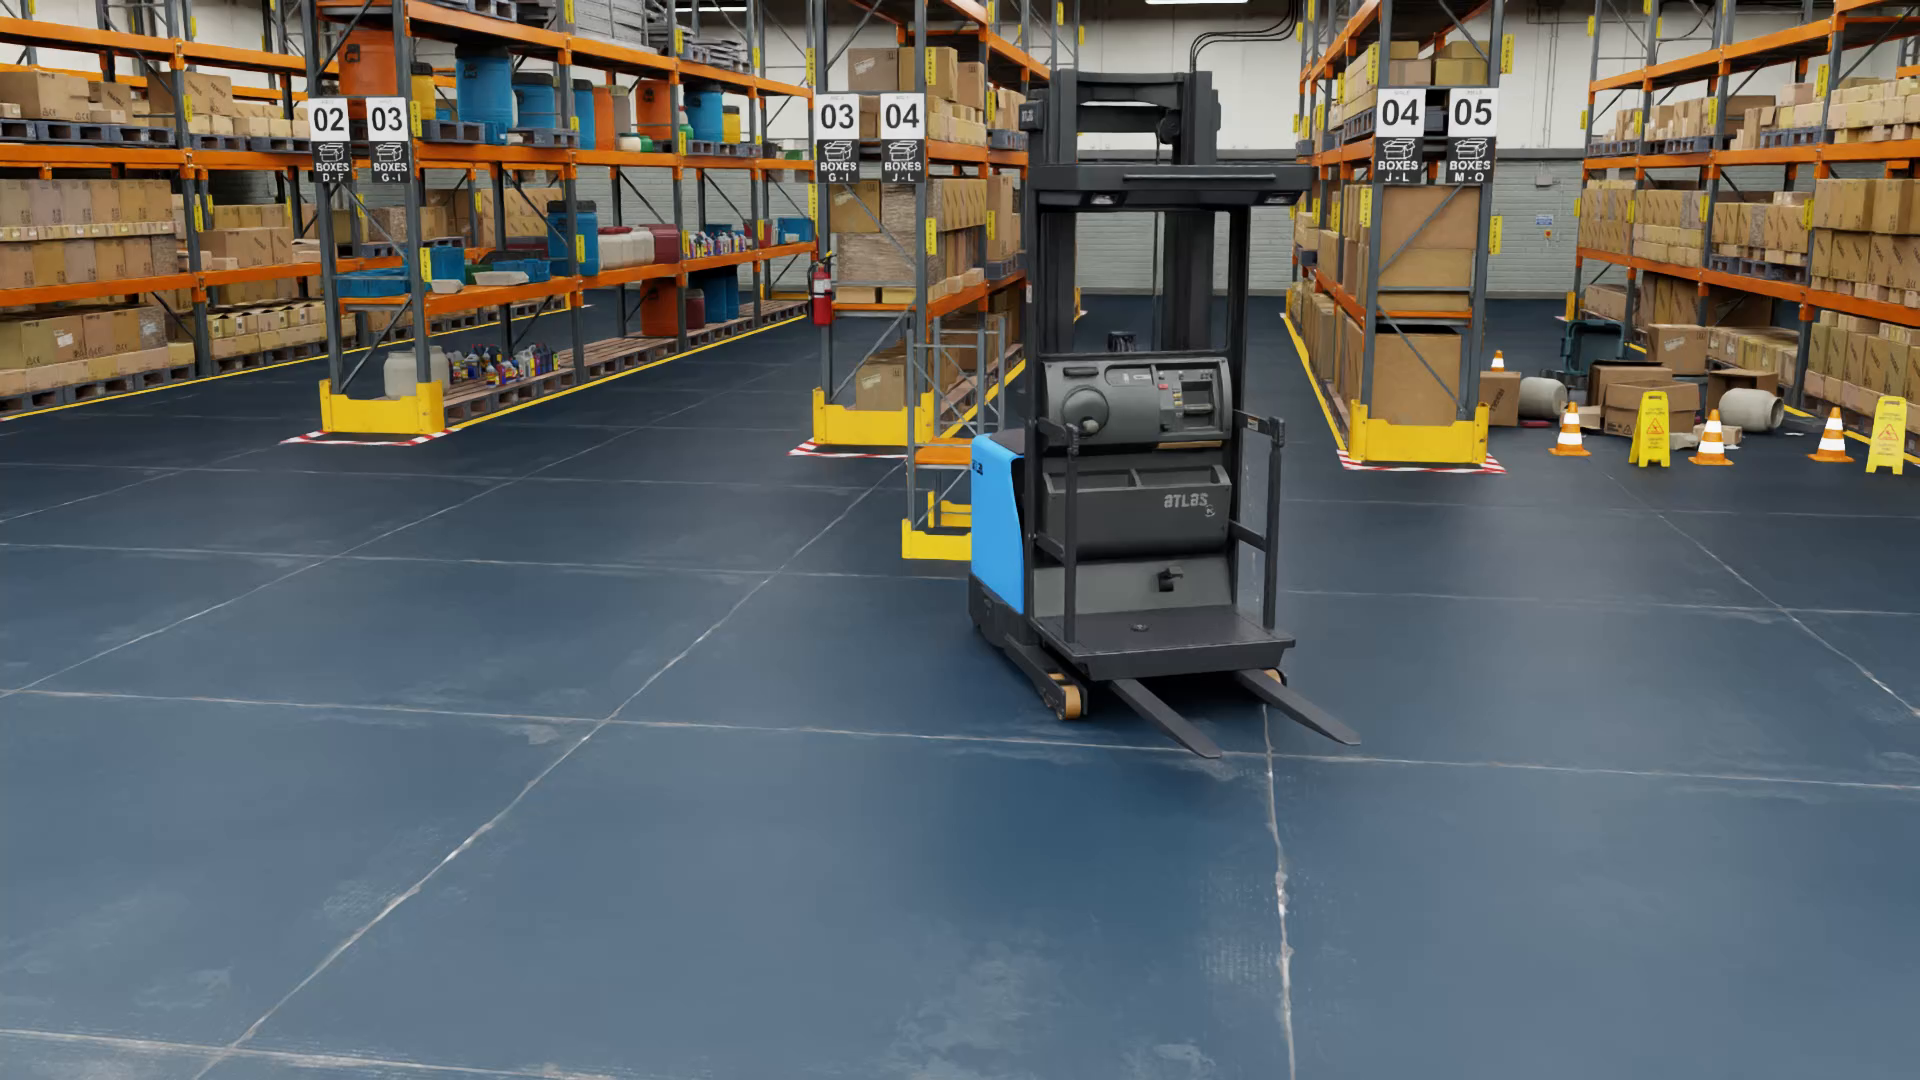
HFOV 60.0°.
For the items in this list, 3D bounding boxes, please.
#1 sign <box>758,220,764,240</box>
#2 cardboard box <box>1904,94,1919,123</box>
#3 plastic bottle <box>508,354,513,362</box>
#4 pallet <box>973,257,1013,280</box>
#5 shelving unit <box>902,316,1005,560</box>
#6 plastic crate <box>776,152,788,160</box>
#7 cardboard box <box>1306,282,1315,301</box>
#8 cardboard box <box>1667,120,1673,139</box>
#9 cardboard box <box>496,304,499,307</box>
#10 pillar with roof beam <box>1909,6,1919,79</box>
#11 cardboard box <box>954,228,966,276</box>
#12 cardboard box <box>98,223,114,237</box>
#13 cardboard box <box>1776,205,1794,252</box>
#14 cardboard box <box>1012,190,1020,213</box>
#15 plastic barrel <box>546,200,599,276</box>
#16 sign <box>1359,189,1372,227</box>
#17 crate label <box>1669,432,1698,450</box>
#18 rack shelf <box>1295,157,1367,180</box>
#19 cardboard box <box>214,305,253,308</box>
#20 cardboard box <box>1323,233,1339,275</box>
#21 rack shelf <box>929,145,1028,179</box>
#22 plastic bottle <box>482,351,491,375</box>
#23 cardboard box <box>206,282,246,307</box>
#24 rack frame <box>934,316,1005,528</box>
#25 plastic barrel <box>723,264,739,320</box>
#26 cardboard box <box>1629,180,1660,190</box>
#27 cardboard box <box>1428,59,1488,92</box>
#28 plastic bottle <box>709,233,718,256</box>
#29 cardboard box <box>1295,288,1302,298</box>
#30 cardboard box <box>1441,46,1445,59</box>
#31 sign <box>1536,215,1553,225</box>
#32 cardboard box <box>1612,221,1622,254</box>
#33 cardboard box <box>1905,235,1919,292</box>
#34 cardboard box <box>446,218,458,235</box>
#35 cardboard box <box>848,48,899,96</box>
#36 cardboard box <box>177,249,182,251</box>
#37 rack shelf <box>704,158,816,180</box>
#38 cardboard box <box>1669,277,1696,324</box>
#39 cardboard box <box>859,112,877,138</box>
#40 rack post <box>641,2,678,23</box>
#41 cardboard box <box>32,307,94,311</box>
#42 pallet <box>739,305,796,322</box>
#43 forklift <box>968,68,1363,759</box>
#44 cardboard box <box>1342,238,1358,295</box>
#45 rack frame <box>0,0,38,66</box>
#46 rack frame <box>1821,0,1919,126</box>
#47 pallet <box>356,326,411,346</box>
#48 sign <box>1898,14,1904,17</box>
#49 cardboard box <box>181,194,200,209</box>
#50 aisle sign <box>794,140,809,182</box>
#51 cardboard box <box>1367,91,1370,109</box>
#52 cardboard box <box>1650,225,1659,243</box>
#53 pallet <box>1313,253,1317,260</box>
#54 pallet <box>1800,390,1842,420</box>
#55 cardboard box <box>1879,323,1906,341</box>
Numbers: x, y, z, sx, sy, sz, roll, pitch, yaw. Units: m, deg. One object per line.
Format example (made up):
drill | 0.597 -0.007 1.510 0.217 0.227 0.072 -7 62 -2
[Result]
sign | -3.310 -5.155 27.637 0.100 0.325 0.005 2 12 9
cardboard box | 8.953 -3.925 15.116 0.500 0.250 0.500 2 12 10
plastic bottle | -5.111 -1.979 18.959 0.061 0.283 0.133 2 12 9
pallet | 0.072 -3.273 20.015 1.003 0.211 1.213 2 12 9
shelving unit | -0.012 -0.717 11.262 0.587 1.500 1.083 2 12 9
plastic crate | -3.311 -6.770 29.293 0.437 0.136 0.530 2 12 9
cardboard box | 5.389 -3.684 24.622 0.500 0.250 0.500 2 12 11
cardboard box | 10.206 -5.793 23.458 0.396 0.266 0.258 3 13 13
cardboard box | -8.346 -4.290 29.961 0.380 0.166 0.250 2 12 9
pillar with roof beam | 13.405 -8.833 31.121 9.100 9.000 0.400 2 12 9
cardboard box | -0.409 -3.105 17.836 0.875 0.500 0.500 2 12 9
cardboard box | -10.005 -3.572 19.172 0.380 0.149 0.250 2 12 10
cardboard box | 9.522 -3.498 18.662 0.500 0.500 0.500 2 12 9
cardboard box | 0.554 -4.736 23.730 0.797 0.503 0.637 2 12 11
plastic barrel | -4.725 -3.688 20.298 0.600 0.901 0.708 2 12 9
sign | 3.546 -2.900 14.520 0.100 0.325 0.005 2 12 9
crate label | 6.689 -0.921 15.443 0.250 0.136 0.298 -5 13 -21
rack shelf | 6.234 -6.227 27.854 1.077 0.370 4.000 2 12 9
cardboard box | -9.965 -3.080 22.862 0.500 0.311 0.500 2 12 8
cardboard box | 4.743 -3.513 20.436 0.500 0.500 0.500 2 12 8
rack shelf | 0.118 -4.743 20.970 1.077 0.370 4.000 2 12 9
plastic bottle | -5.521 -2.065 19.389 0.097 0.271 0.097 0 12 0
cardboard box | -13.426 -4.495 30.166 0.700 0.500 0.500 2 12 9
rack frame | 0.065 -0.821 11.744 0.500 1.500 0.032 2 12 9
plastic barrel | -3.954 -4.105 27.404 0.600 0.901 0.708 2 12 9
cardboard box | 10.566 -5.486 25.677 0.380 0.149 0.250 2 12 7
cardboard box | 4.408 -4.083 14.613 0.500 0.250 0.500 2 12 9
plastic bottle | -3.841 -4.583 25.755 0.144 0.351 0.185 2 12 9
cardboard box | 5.852 -4.155 28.010 0.380 0.149 0.250 1 12 7
cardboard box | 4.525 -4.350 14.907 0.380 0.149 0.250 2 12 8
sign | 12.254 -6.710 34.868 0.327 0.218 0.001 2 12 9
cardboard box | 10.725 -4.817 26.490 0.500 0.500 0.500 2 12 7
cardboard box | 8.880 -2.479 14.932 0.500 0.500 0.500 2 12 9
cardboard box | -8.924 -5.361 29.010 0.500 0.500 0.500 2 12 10
cardboard box | -0.817 -4.615 16.540 0.500 0.500 0.500 2 12 9
cardboard box | -10.024 -3.657 21.663 0.396 0.266 0.258 2 12 7
rack shelf | -3.546 -6.569 29.442 1.077 0.370 4.000 2 12 9
cardboard box | 10.547 -3.217 23.348 0.875 0.875 0.875 2 12 9
cardboard box | -0.982 -3.881 15.619 0.500 0.250 0.500 2 12 10
rack post | -4.446 -7.555 23.968 0.624 0.289 0.986 2 12 9
cardboard box | -10.512 -2.467 19.571 0.500 0.500 0.500 2 12 9
pallet | -3.593 -4.084 29.942 1.003 0.211 1.213 2 12 9
forklift | 0.911 -0.692 7.749 1.130 2.935 3.031 -3 13 -14
cardboard box | 4.389 -2.803 17.023 0.875 0.550 0.550 2 12 9
rack frame | -14.258 -7.459 24.744 1.000 3.000 0.127 2 12 9
rack frame | 9.602 -5.824 17.157 1.000 3.000 0.127 2 12 9
pallet | -9.210 -3.158 25.644 1.003 0.211 1.213 2 12 9
sign | 15.817 -8.675 27.980 0.100 0.325 0.005 2 12 9
cardboard box | -13.462 -5.824 28.628 0.500 0.250 0.500 2 12 10
aisle sign | -2.938 -7.147 31.366 0.394 0.787 0.004 2 12 9
cardboard box | 3.836 -3.928 14.843 0.380 0.149 0.250 2 12 9
cardboard box | 10.330 -4.431 24.105 0.500 0.250 0.500 2 12 9
pallet | 5.575 -4.183 24.237 1.003 0.211 1.213 2 12 9
pallet | 9.534 -1.387 17.428 1.003 0.211 1.213 2 12 9
cardboard box | 8.927 -1.964 15.697 0.380 0.149 0.250 2 12 11
